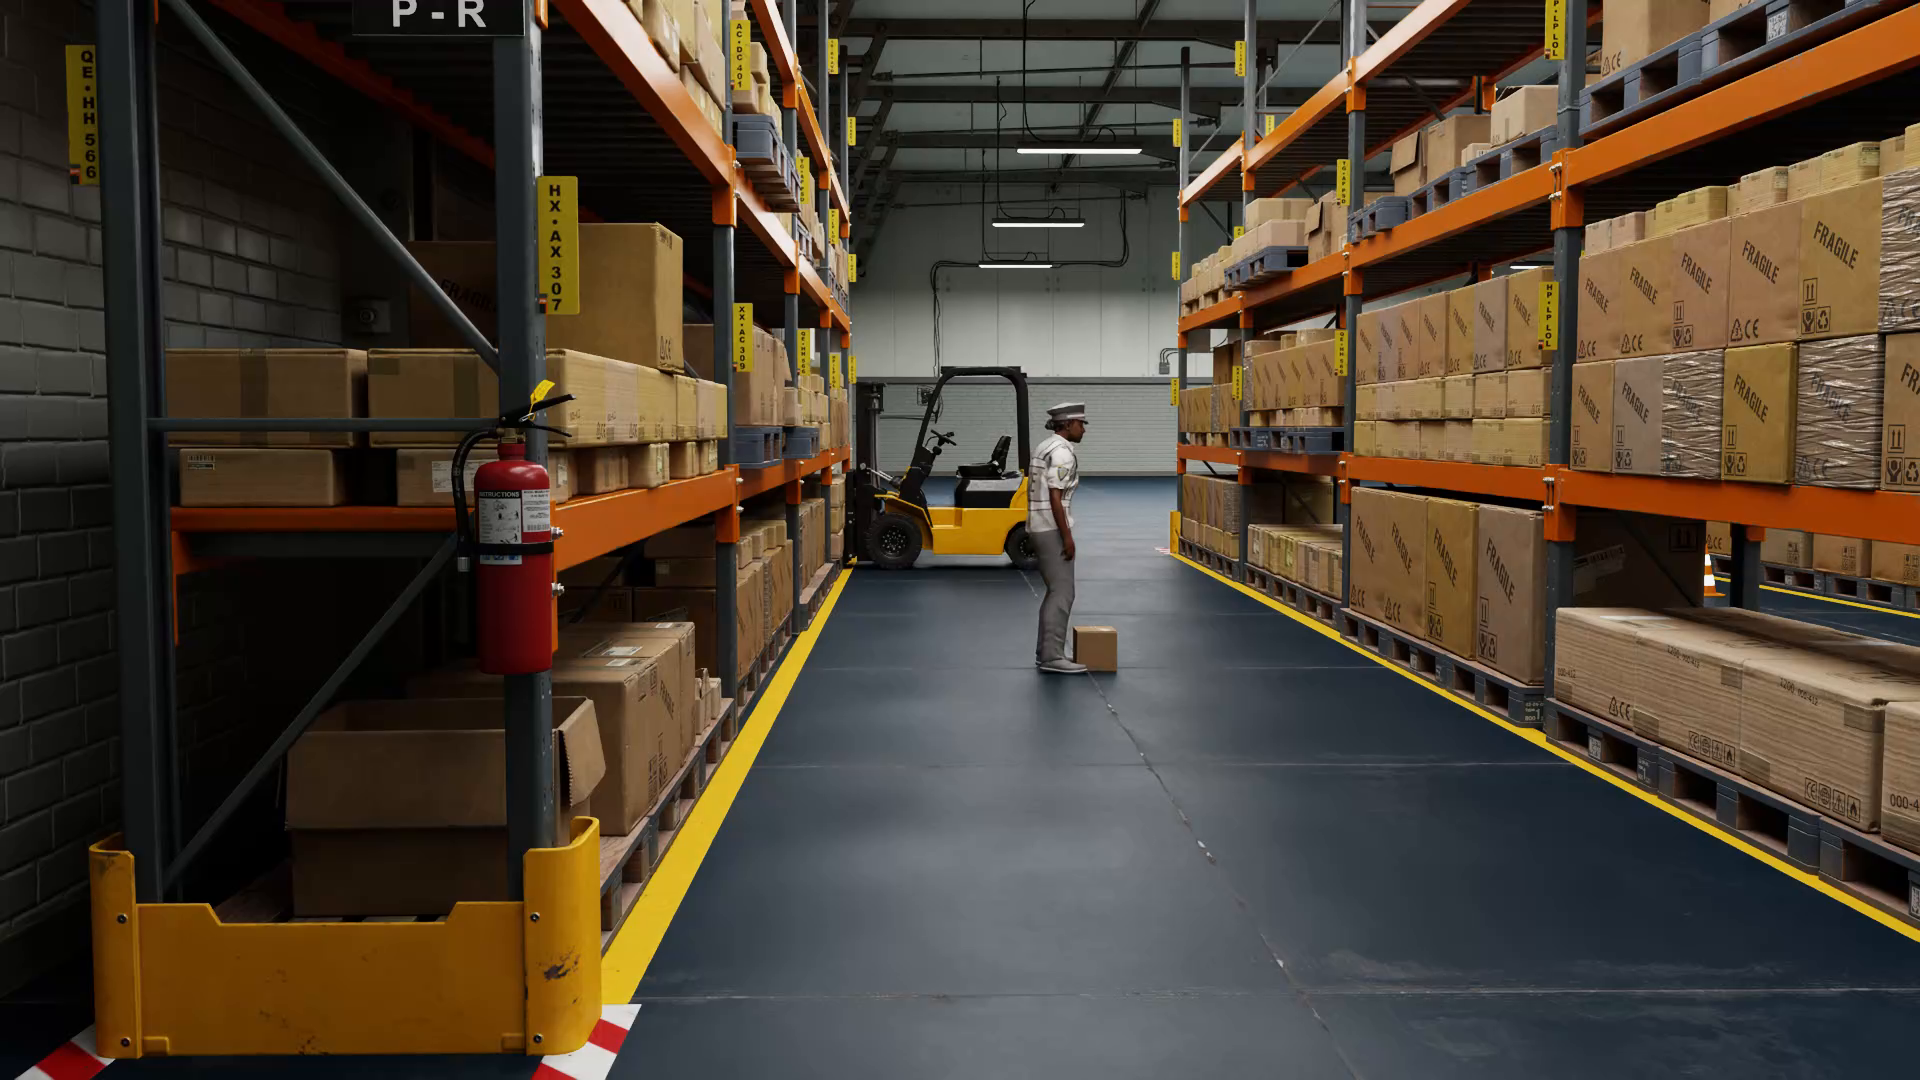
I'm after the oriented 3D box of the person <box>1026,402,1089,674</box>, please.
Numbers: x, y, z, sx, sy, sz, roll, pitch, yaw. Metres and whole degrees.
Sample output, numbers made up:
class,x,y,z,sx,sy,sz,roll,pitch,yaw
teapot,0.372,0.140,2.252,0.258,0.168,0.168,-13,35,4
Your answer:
class,x,y,z,sx,sy,sz,roll,pitch,yaw
person,0.608,-0.024,10.336,0.391,1.661,0.530,0,4,-3
